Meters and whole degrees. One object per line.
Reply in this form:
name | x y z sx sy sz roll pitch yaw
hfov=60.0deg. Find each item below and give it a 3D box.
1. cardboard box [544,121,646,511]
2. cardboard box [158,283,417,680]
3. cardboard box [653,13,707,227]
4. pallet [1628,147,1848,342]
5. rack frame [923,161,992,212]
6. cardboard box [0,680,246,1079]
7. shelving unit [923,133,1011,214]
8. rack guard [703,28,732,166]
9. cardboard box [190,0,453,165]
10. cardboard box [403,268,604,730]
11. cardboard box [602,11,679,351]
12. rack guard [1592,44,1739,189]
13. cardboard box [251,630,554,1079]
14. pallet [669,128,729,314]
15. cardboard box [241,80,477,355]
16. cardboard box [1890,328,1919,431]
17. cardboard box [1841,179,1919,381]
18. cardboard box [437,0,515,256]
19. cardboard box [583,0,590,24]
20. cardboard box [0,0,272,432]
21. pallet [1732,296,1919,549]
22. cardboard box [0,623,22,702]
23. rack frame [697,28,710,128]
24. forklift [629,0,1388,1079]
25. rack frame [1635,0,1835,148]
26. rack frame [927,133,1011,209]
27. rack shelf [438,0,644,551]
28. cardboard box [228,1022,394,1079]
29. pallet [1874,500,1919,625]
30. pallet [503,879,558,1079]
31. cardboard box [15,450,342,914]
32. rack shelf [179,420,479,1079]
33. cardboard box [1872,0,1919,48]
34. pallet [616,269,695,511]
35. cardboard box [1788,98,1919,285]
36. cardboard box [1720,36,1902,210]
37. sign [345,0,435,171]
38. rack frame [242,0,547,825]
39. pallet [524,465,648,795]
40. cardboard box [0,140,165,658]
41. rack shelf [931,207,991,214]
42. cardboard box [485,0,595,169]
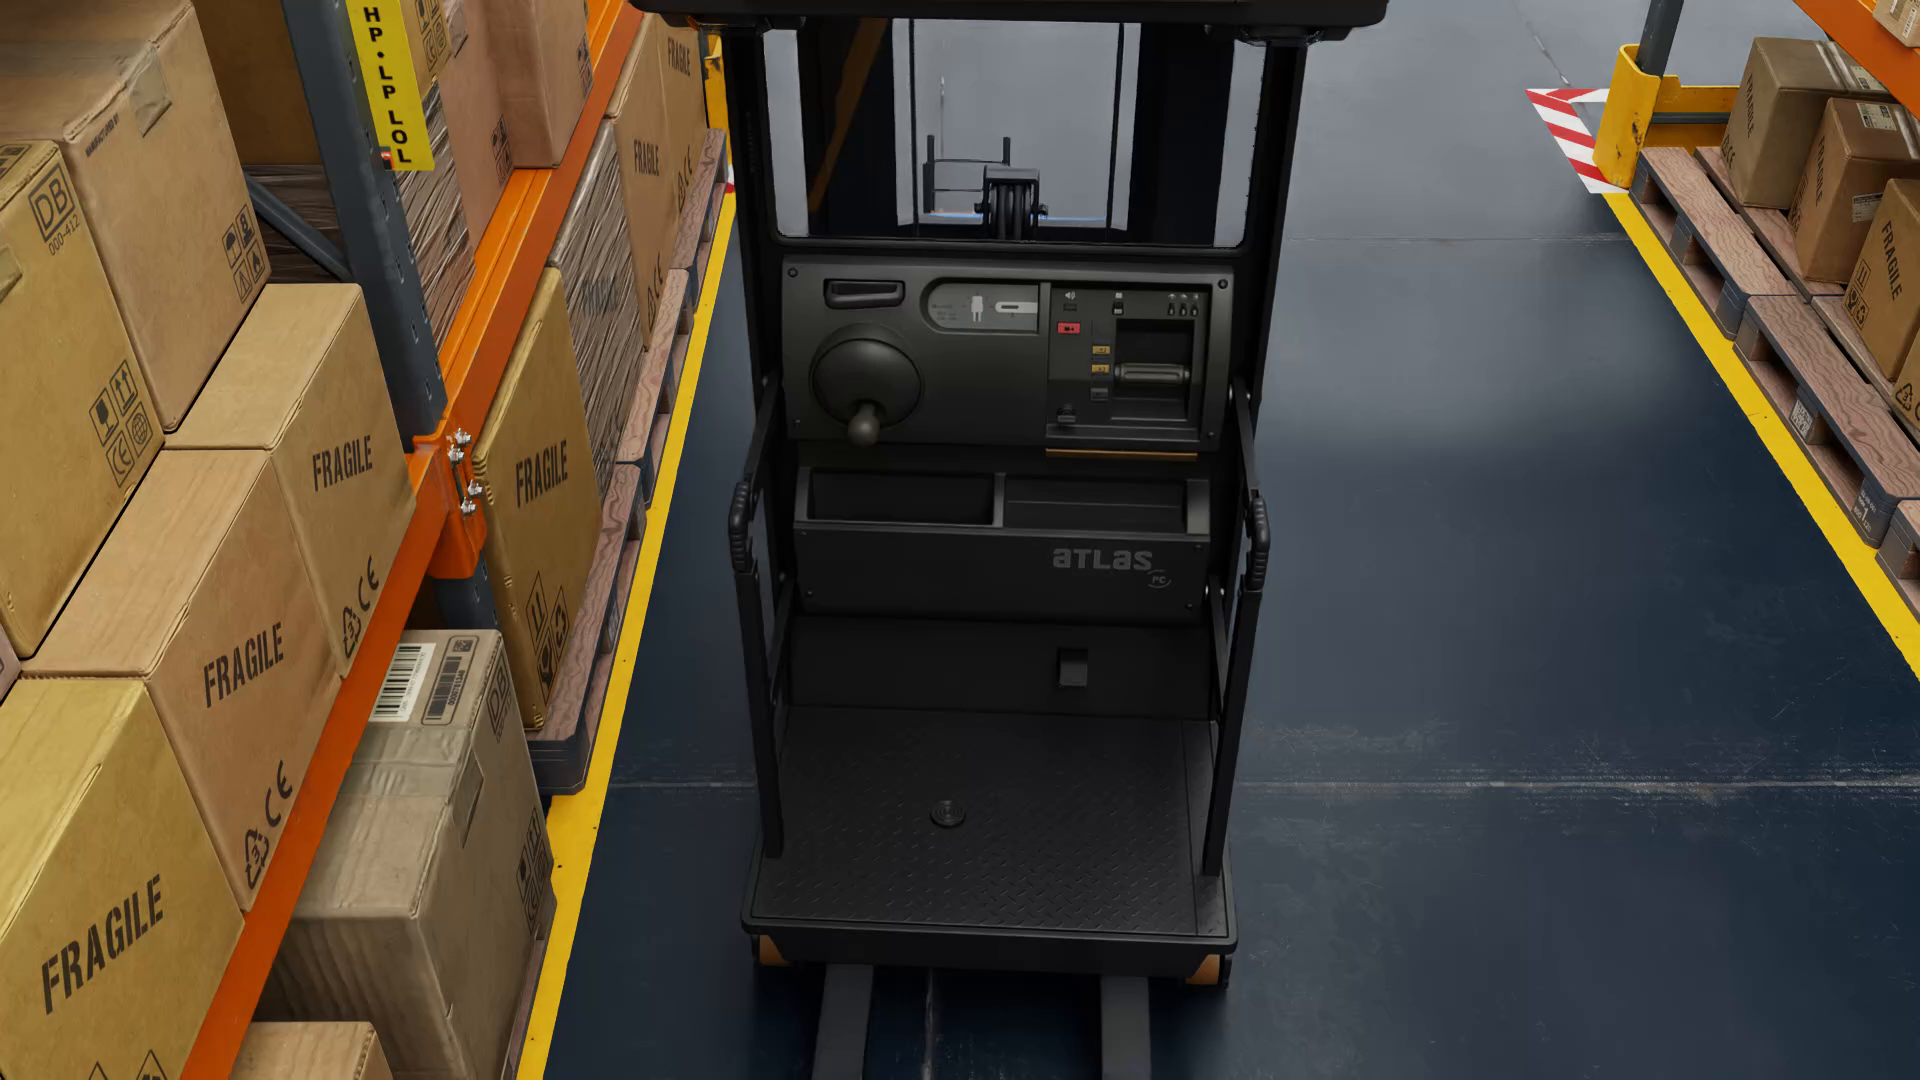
cardboard box | -1.511 -0.684 5.068 0.875 0.875 0.875 0 39 0
cardboard box | -1.307 -0.105 2.903 0.500 0.500 0.500 0 39 0
cardboard box | -1.513 -1.804 6.466 0.875 0.875 0.875 0 39 0
pallet | 3.346 -1.190 6.566 1.003 0.211 1.213 0 39 0
rack frame | 0.016 -0.587 5.023 0.240 1.200 0.006 2 39 2
cardboard box | -1.306 0.527 2.114 0.500 0.500 0.500 0 39 0
shelving unit | 0.021 -0.644 5.094 0.258 1.200 0.189 2 39 2
rack guard | -1.580 -1.933 7.263 1.175 0.500 0.348 0 39 0
cardboard box | -1.541 -1.103 3.244 0.875 0.550 0.550 0 39 0
cardboard box | -1.506 -0.120 4.365 0.875 0.875 0.875 1 39 1
cardboard box | -1.510 -1.254 5.780 0.875 0.875 0.875 -1 39 -1
rack guard | 3.380 -1.811 7.110 1.175 0.500 0.348 0 39 0
cardboard box | -1.485 0.710 3.429 1.050 0.750 0.750 0 39 0
pallet | -1.501 -1.305 6.710 1.003 0.211 1.213 0 39 0
cardboard box | -1.588 -0.681 3.582 0.875 0.550 0.550 0 39 0
cardboard box | 3.337 -0.518 5.160 0.500 0.500 0.500 -3 39 -4
cardboard box | 3.381 -0.867 5.596 0.500 0.500 0.500 3 39 4
cardboard box | -1.611 -1.025 4.011 0.875 0.550 0.550 0 39 0
cardboard box | -1.595 -1.695 4.846 0.875 0.550 0.500 0 39 0
cardboard box | -1.569 -0.511 2.609 0.700 0.500 0.500 -1 39 -1
pallet | 3.344 -0.429 5.617 1.003 0.211 1.213 0 39 0
cardboard box | -1.566 0.127 1.814 0.700 0.500 0.500 0 39 0
rack frame | -1.580 -2.894 6.462 1.000 3.000 0.127 0 39 0
forklift | 0.085 -0.306 3.289 1.130 2.935 3.031 2 39 2
rack frame | 3.380 -2.834 6.388 1.000 3.000 0.127 0 39 0
rack frame | 0.026 -0.701 5.166 0.240 1.200 0.006 2 39 2
rack shelf | -1.578 -1.362 5.126 1.077 0.370 4.000 0 39 0
cardboard box | -1.487 1.313 2.676 1.050 0.750 0.750 0 39 0
pallet | 3.349 0.336 4.662 1.003 0.211 1.213 0 39 0
pallet | -1.499 1.178 3.611 1.003 0.211 1.213 0 39 0
cardboard box | -1.307 0.211 2.508 0.500 0.500 0.500 0 39 -1
rack shelf | -1.573 1.139 2.005 1.077 0.370 4.000 0 39 0
cardboard box | 3.047 -1.619 5.073 0.380 0.149 0.250 0 39 0
pallet | -1.502 -0.544 5.761 1.003 0.211 1.213 0 39 0
cardboard box | 3.399 -1.258 6.084 0.500 0.500 0.500 10 40 12
cardboard box | 3.364 -1.632 6.551 0.500 0.500 0.500 7 39 8
sign | -1.033 -0.820 3.012 0.100 0.325 0.005 0 39 0
rack frame | -1.575 -0.392 3.341 1.000 3.000 0.127 0 39 0
pallet | -1.498 0.220 4.806 1.003 0.211 1.213 0 39 0
cardboard box | -1.566 -0.189 2.208 0.700 0.500 0.500 -1 39 -1
rack shelf | 0.021 -0.890 4.897 0.258 0.103 0.180 2 39 2
cardboard box | -1.494 -1.363 4.432 0.875 0.550 0.550 0 39 0
